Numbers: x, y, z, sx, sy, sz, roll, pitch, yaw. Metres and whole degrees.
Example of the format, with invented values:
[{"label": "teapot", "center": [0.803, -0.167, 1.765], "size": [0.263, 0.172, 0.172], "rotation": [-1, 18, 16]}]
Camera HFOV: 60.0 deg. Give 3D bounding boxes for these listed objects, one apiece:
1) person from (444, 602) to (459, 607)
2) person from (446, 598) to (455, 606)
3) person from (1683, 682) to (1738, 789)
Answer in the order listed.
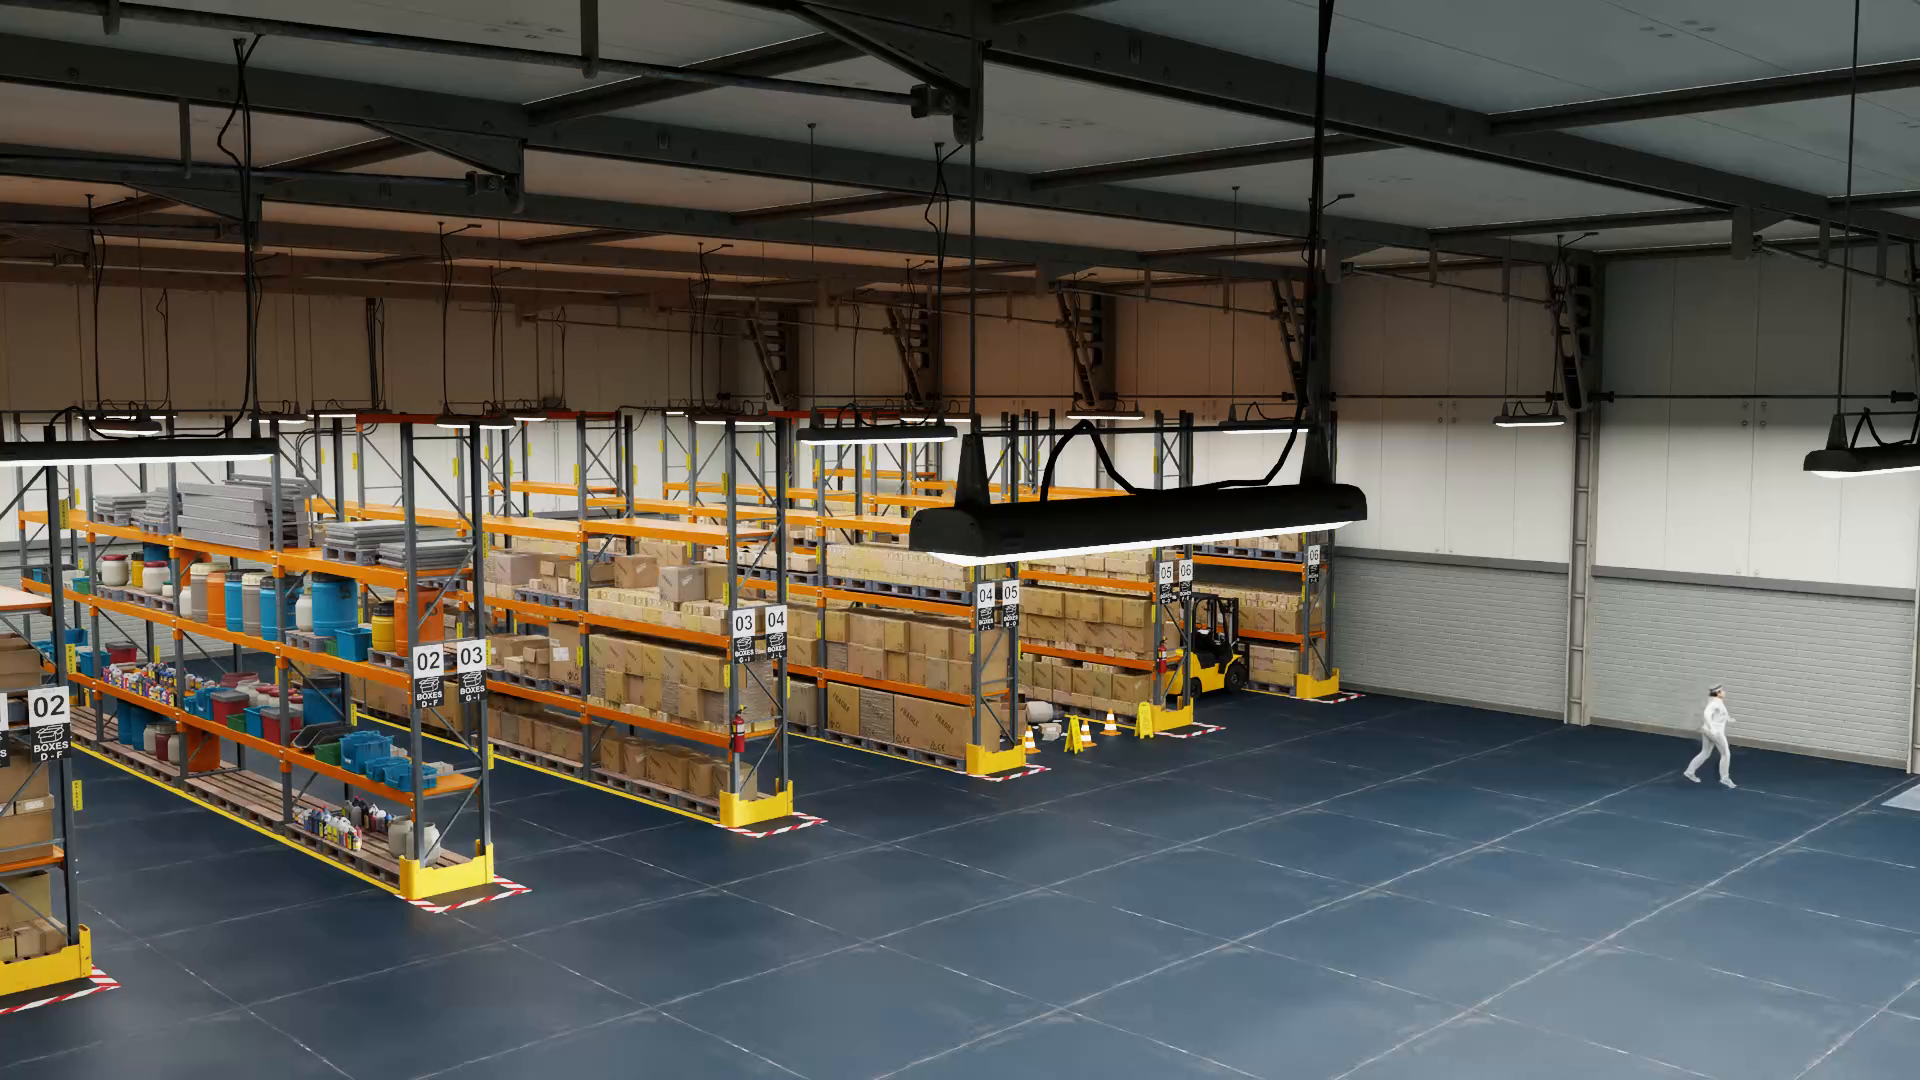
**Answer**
[{"label": "person", "center": [-11.987, 2.086, 38.970], "size": [0.728, 1.724, 0.568], "rotation": [1, 5, 16]}, {"label": "person", "center": [-11.669, 2.141, 37.889], "size": [0.760, 1.720, 1.036], "rotation": [0, 5, -3]}, {"label": "person", "center": [12.181, 3.147, 26.947], "size": [0.813, 1.729, 0.605], "rotation": [0, 5, 5]}]
